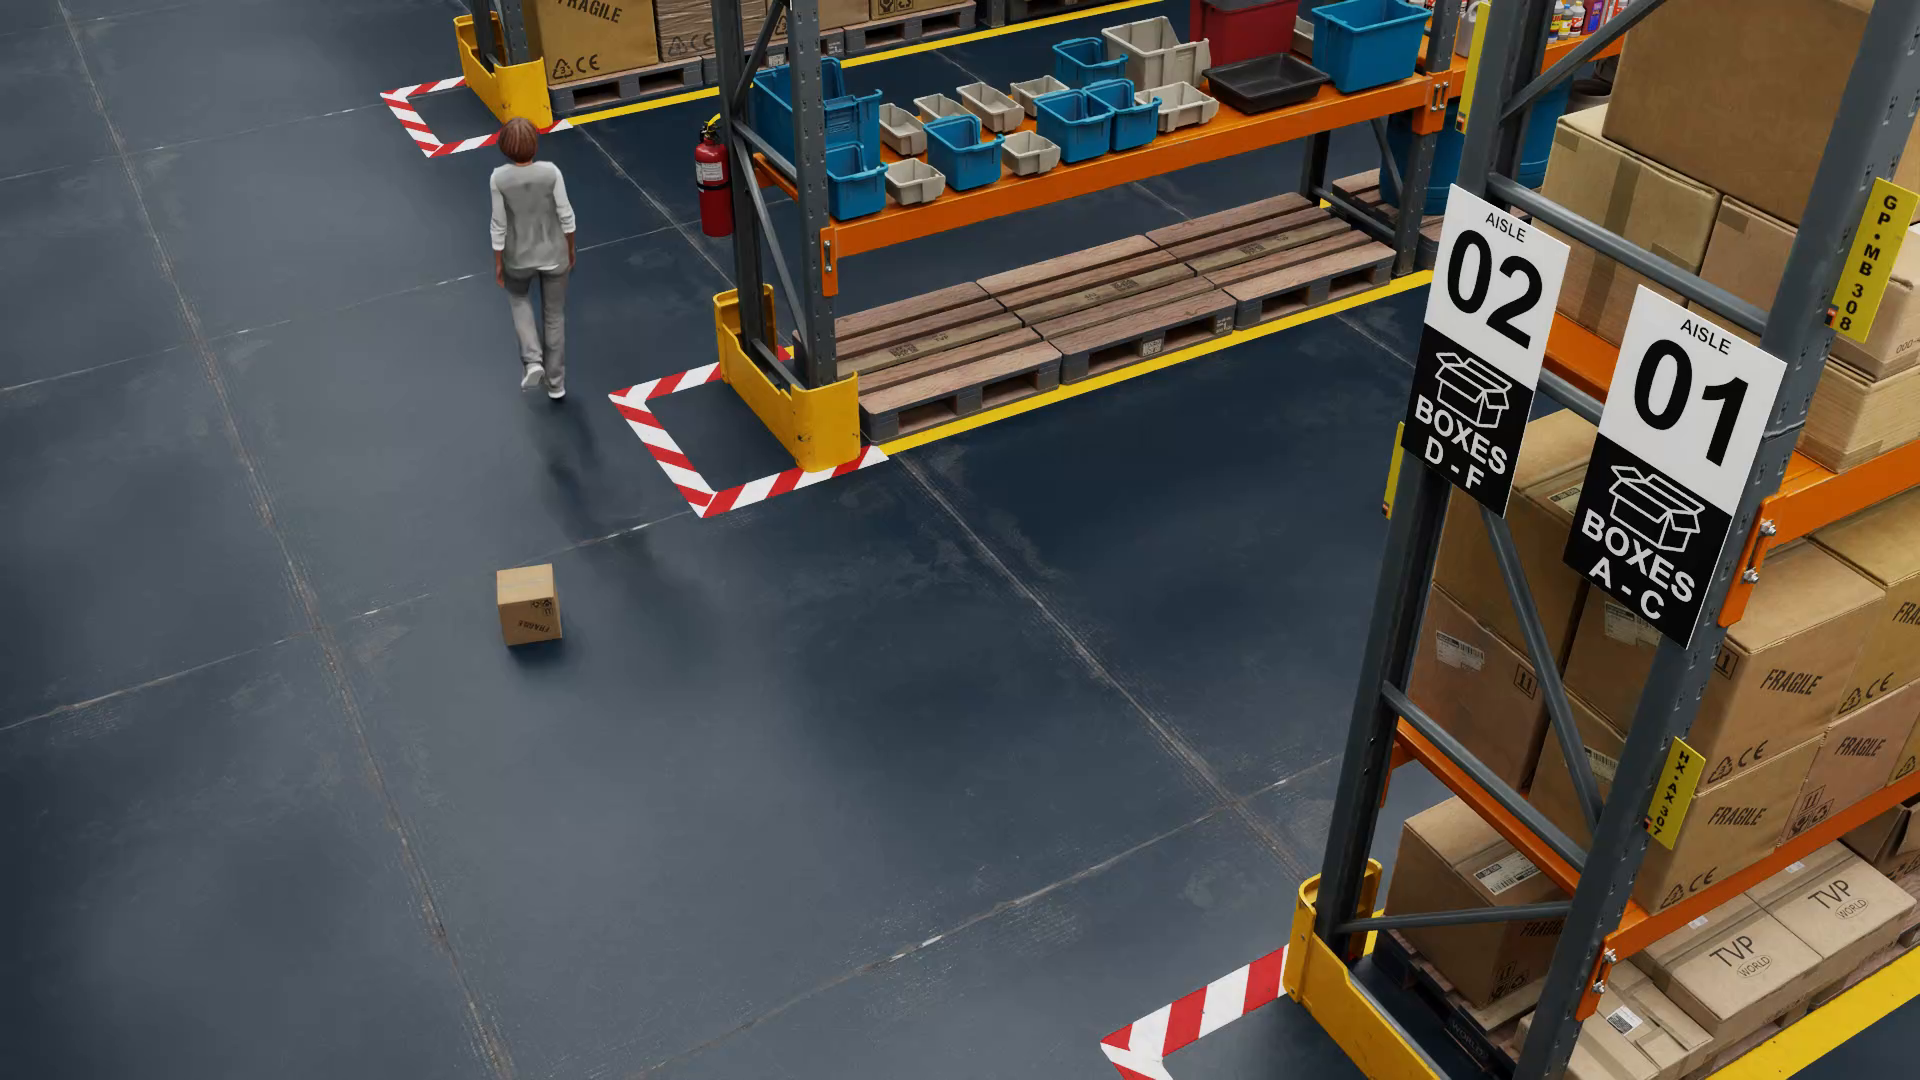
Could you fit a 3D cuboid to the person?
[{"bbox_3d":[-2.258,-1.505,8.883,0.454,1.587,0.434,-9,38,-11],"label":"person"}]
